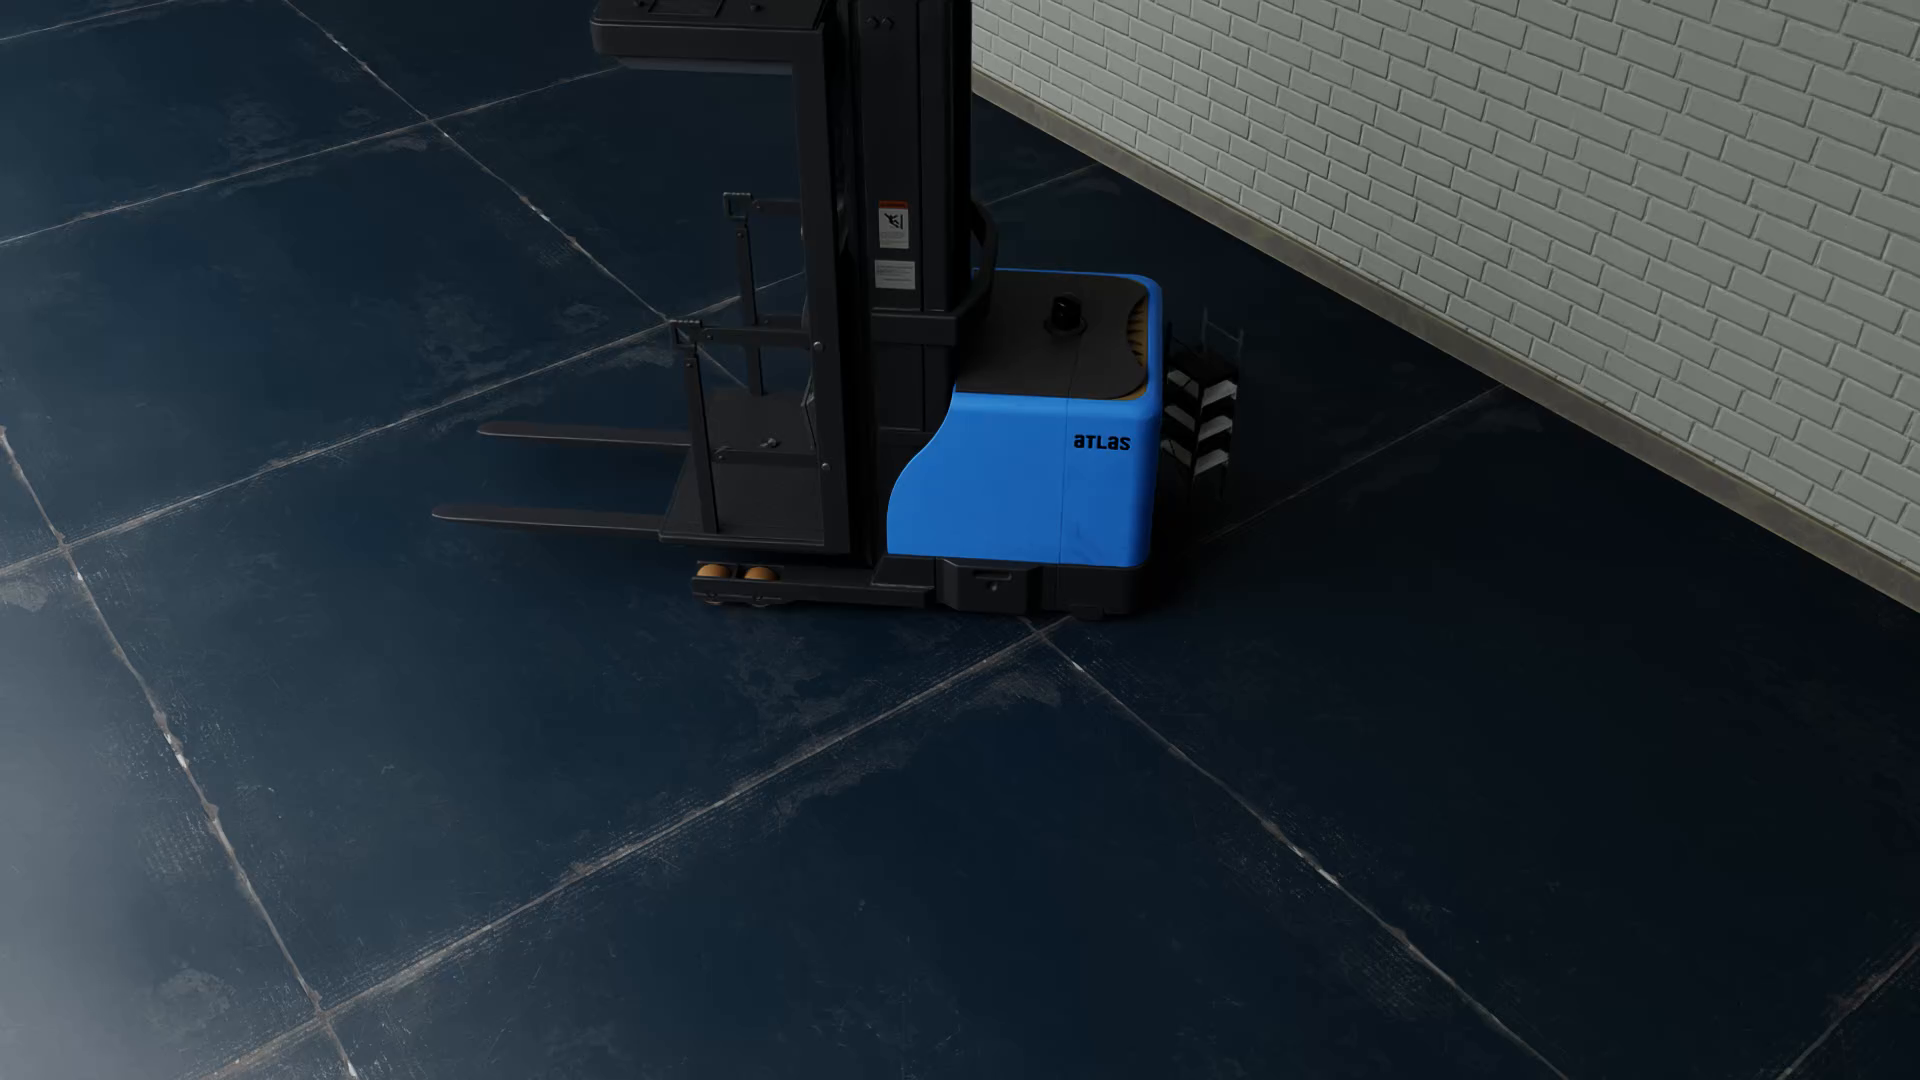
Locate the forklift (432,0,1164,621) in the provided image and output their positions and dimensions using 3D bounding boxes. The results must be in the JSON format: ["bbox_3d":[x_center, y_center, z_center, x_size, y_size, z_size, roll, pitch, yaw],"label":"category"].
[{"bbox_3d":[-0.696,-1.187,6.386,3.031,2.935,1.130,3,39,4],"label":"forklift"}]

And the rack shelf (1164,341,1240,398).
[{"bbox_3d":[1.024,-0.725,7.050,0.200,0.077,0.258,-25,45,-27],"label":"rack shelf"}]

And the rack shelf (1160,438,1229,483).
[{"bbox_3d":[1.024,-0.377,7.336,0.200,0.077,0.258,-25,45,-27],"label":"rack shelf"}]

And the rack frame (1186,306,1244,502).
[{"bbox_3d":[1.106,-0.580,7.246,0.006,0.900,0.240,-25,45,-27],"label":"rack frame"}]

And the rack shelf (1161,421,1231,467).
[{"bbox_3d":[1.024,-0.447,7.279,0.200,0.077,0.258,-25,45,-27],"label":"rack shelf"}]

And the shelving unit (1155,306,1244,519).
[{"bbox_3d":[1.024,-0.542,7.200,0.210,0.900,0.258,-25,45,-27],"label":"shelving unit"}]

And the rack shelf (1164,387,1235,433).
[{"bbox_3d":[1.024,-0.586,7.164,0.200,0.077,0.258,-25,45,-27],"label":"rack shelf"}]

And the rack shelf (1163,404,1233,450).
[{"bbox_3d":[1.024,-0.516,7.222,0.200,0.077,0.258,-25,45,-27],"label":"rack shelf"}]

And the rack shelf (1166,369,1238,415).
[{"bbox_3d":[1.024,-0.655,7.107,0.200,0.077,0.258,-25,45,-27],"label":"rack shelf"}]

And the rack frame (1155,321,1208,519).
[{"bbox_3d":[0.942,-0.504,7.154,0.006,0.900,0.240,-25,45,-27],"label":"rack frame"}]
